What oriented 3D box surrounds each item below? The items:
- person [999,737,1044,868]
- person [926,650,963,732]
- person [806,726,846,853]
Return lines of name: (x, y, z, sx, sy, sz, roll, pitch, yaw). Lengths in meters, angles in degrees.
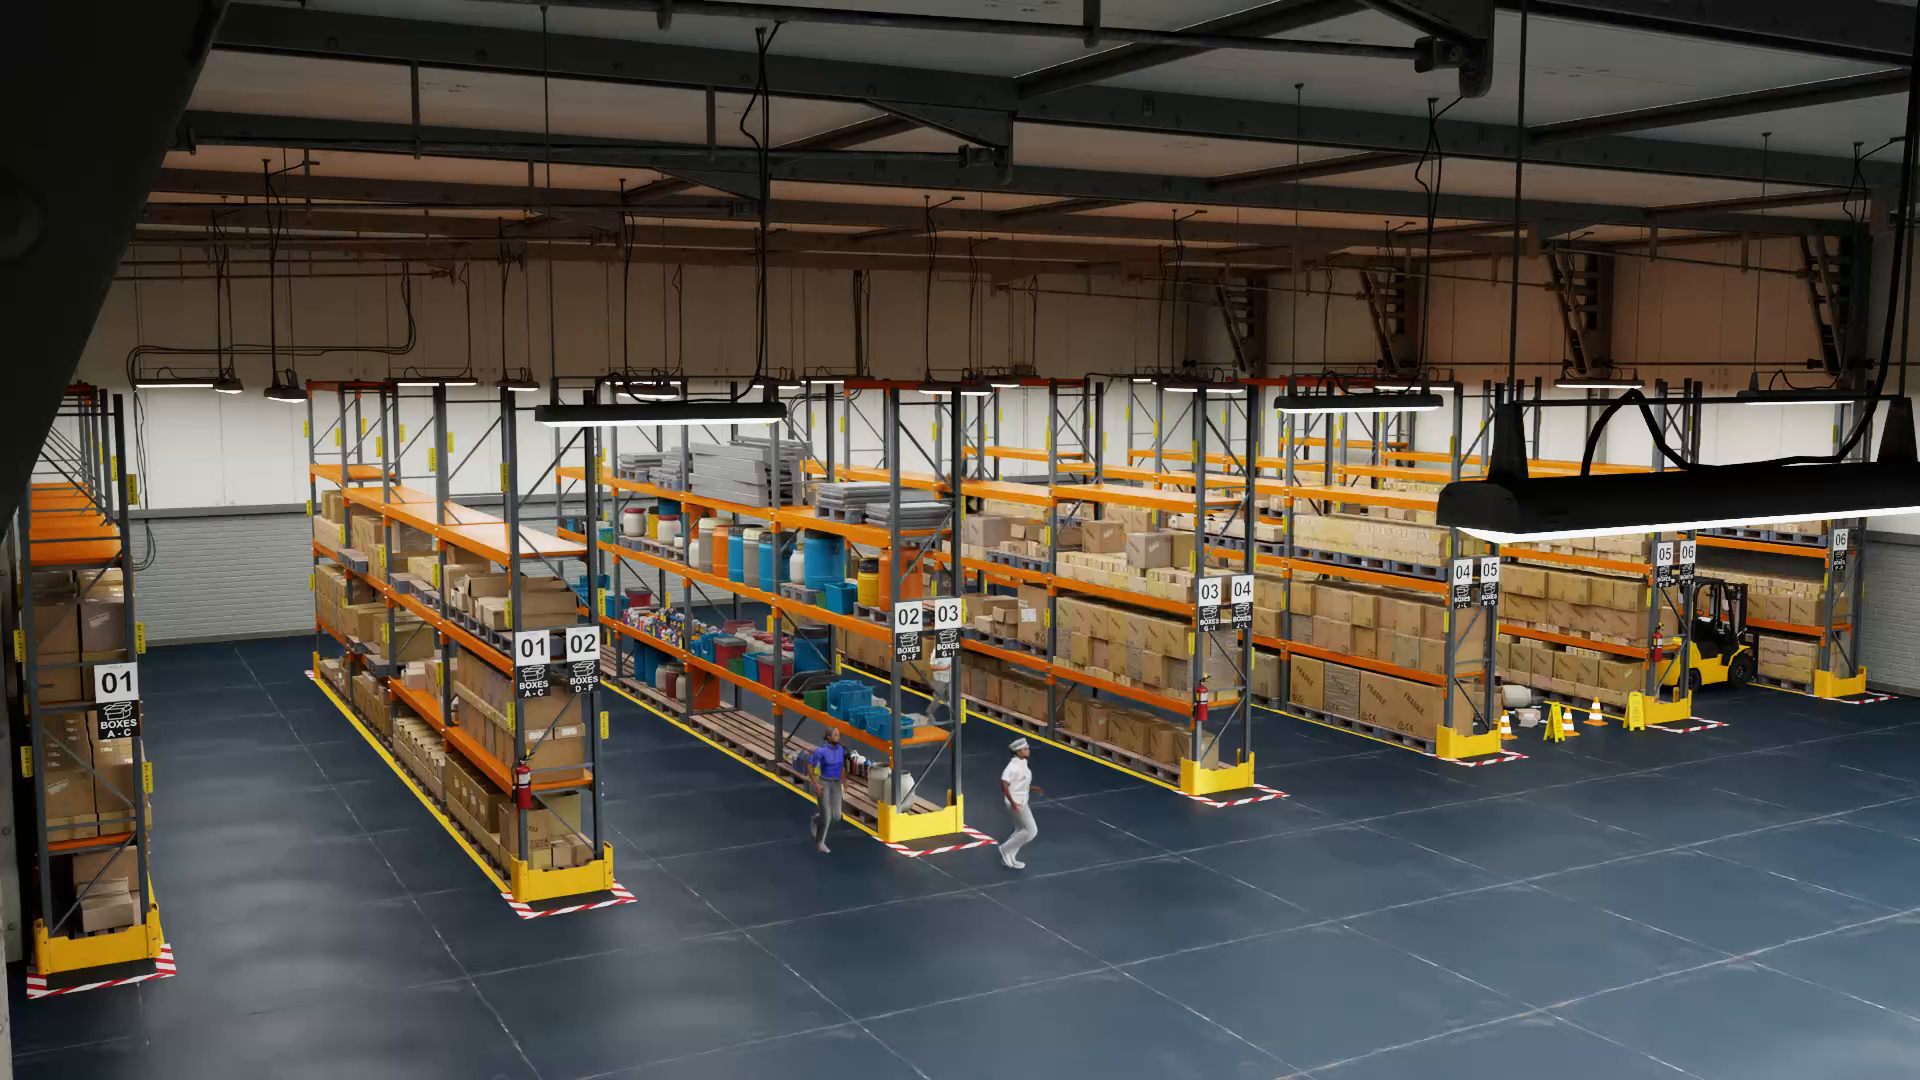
person: (0.770, 3.291, 20.867, 0.542, 1.667, 0.590, 1, 6, 8)
person: (-0.255, 2.437, 28.714, 0.607, 1.651, 0.941, -3, 7, -29)
person: (-1.739, 3.242, 21.806, 0.621, 1.613, 0.524, -5, 8, -41)
